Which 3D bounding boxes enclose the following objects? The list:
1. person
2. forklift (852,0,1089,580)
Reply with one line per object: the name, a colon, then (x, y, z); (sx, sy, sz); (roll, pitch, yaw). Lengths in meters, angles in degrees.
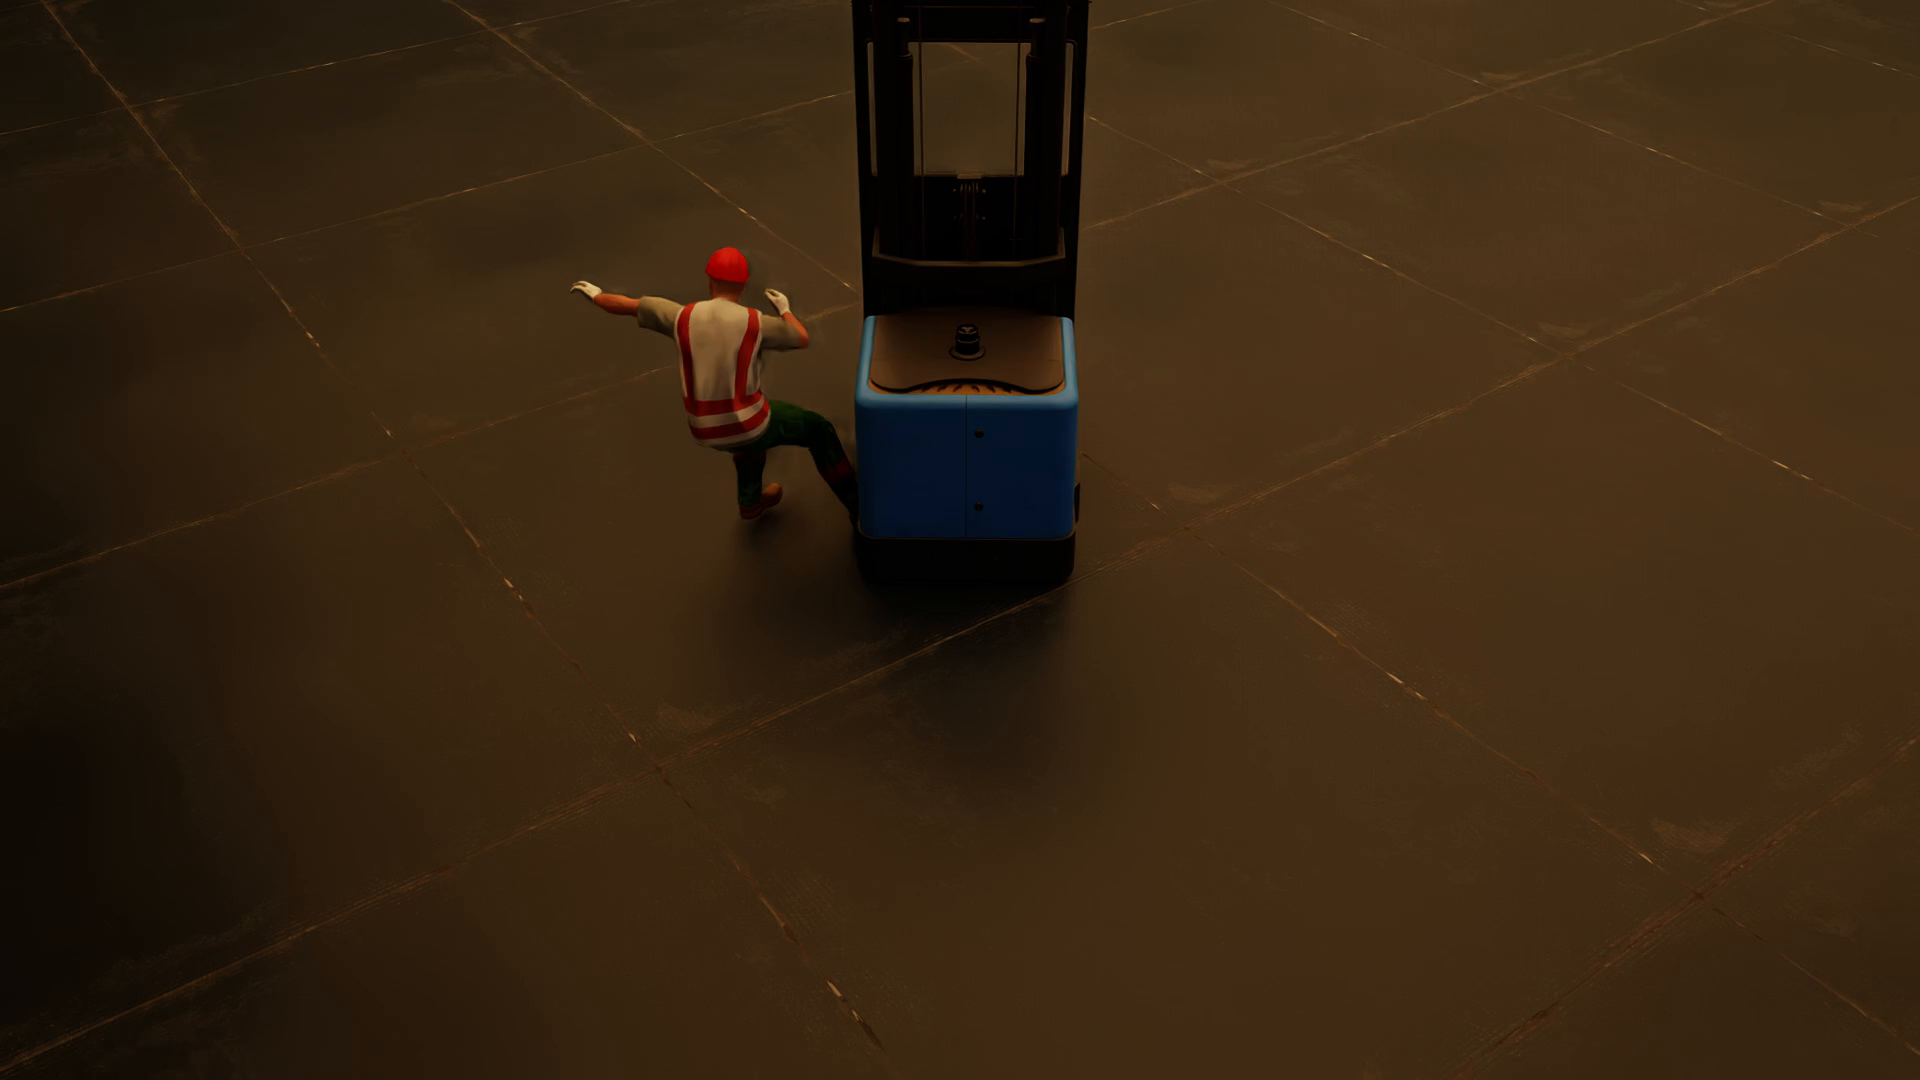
person: (-1.112, -0.757, 8.180); (1.615, 1.476, 0.804); (4, 37, 5)
forklift: (0.052, -1.829, 8.419); (1.130, 2.935, 3.031); (1, 36, 1)
